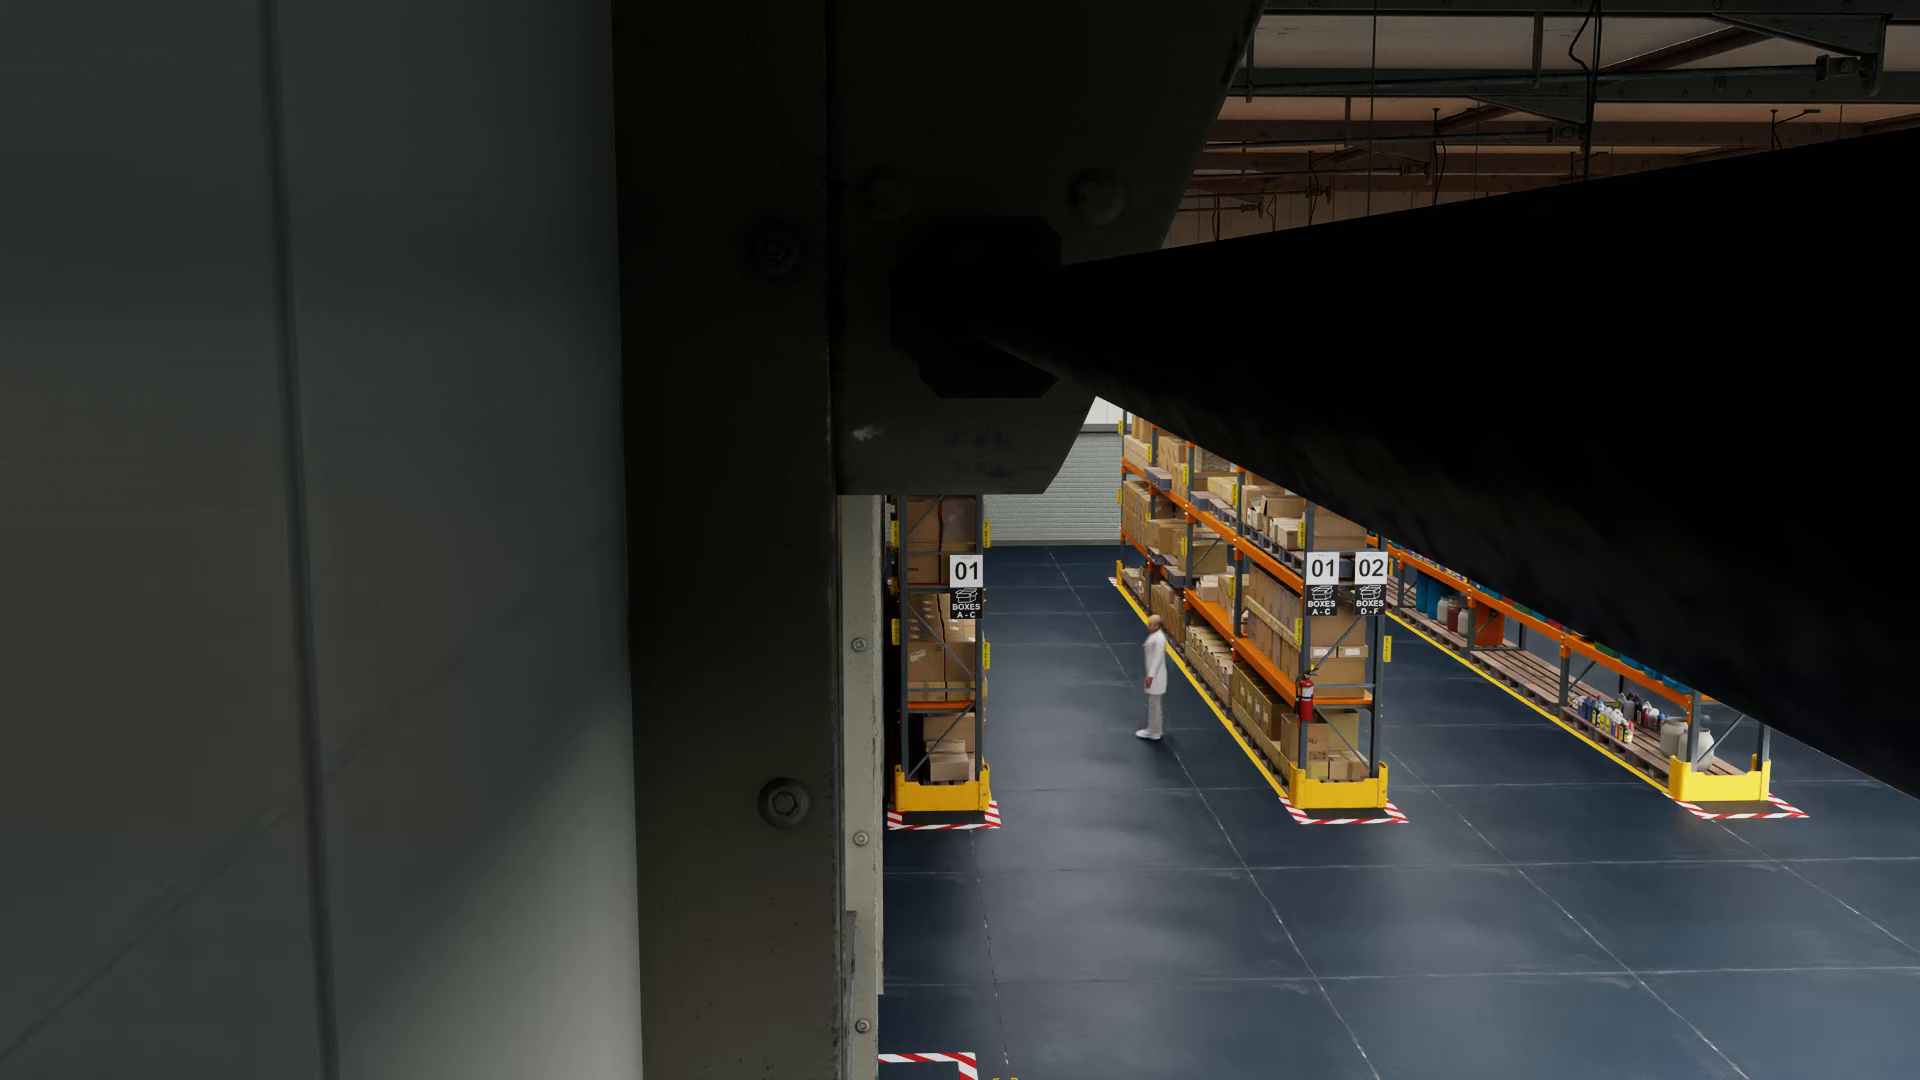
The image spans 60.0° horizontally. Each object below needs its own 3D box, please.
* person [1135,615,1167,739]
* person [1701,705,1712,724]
[{"bbox_3d":[2.731,1.951,23.765,0.428,1.791,0.602,0,8,-1],"label":"person"},{"bbox_3d":[11.245,1.914,24.899,0.470,1.581,0.669,0,8,1],"label":"person"}]
